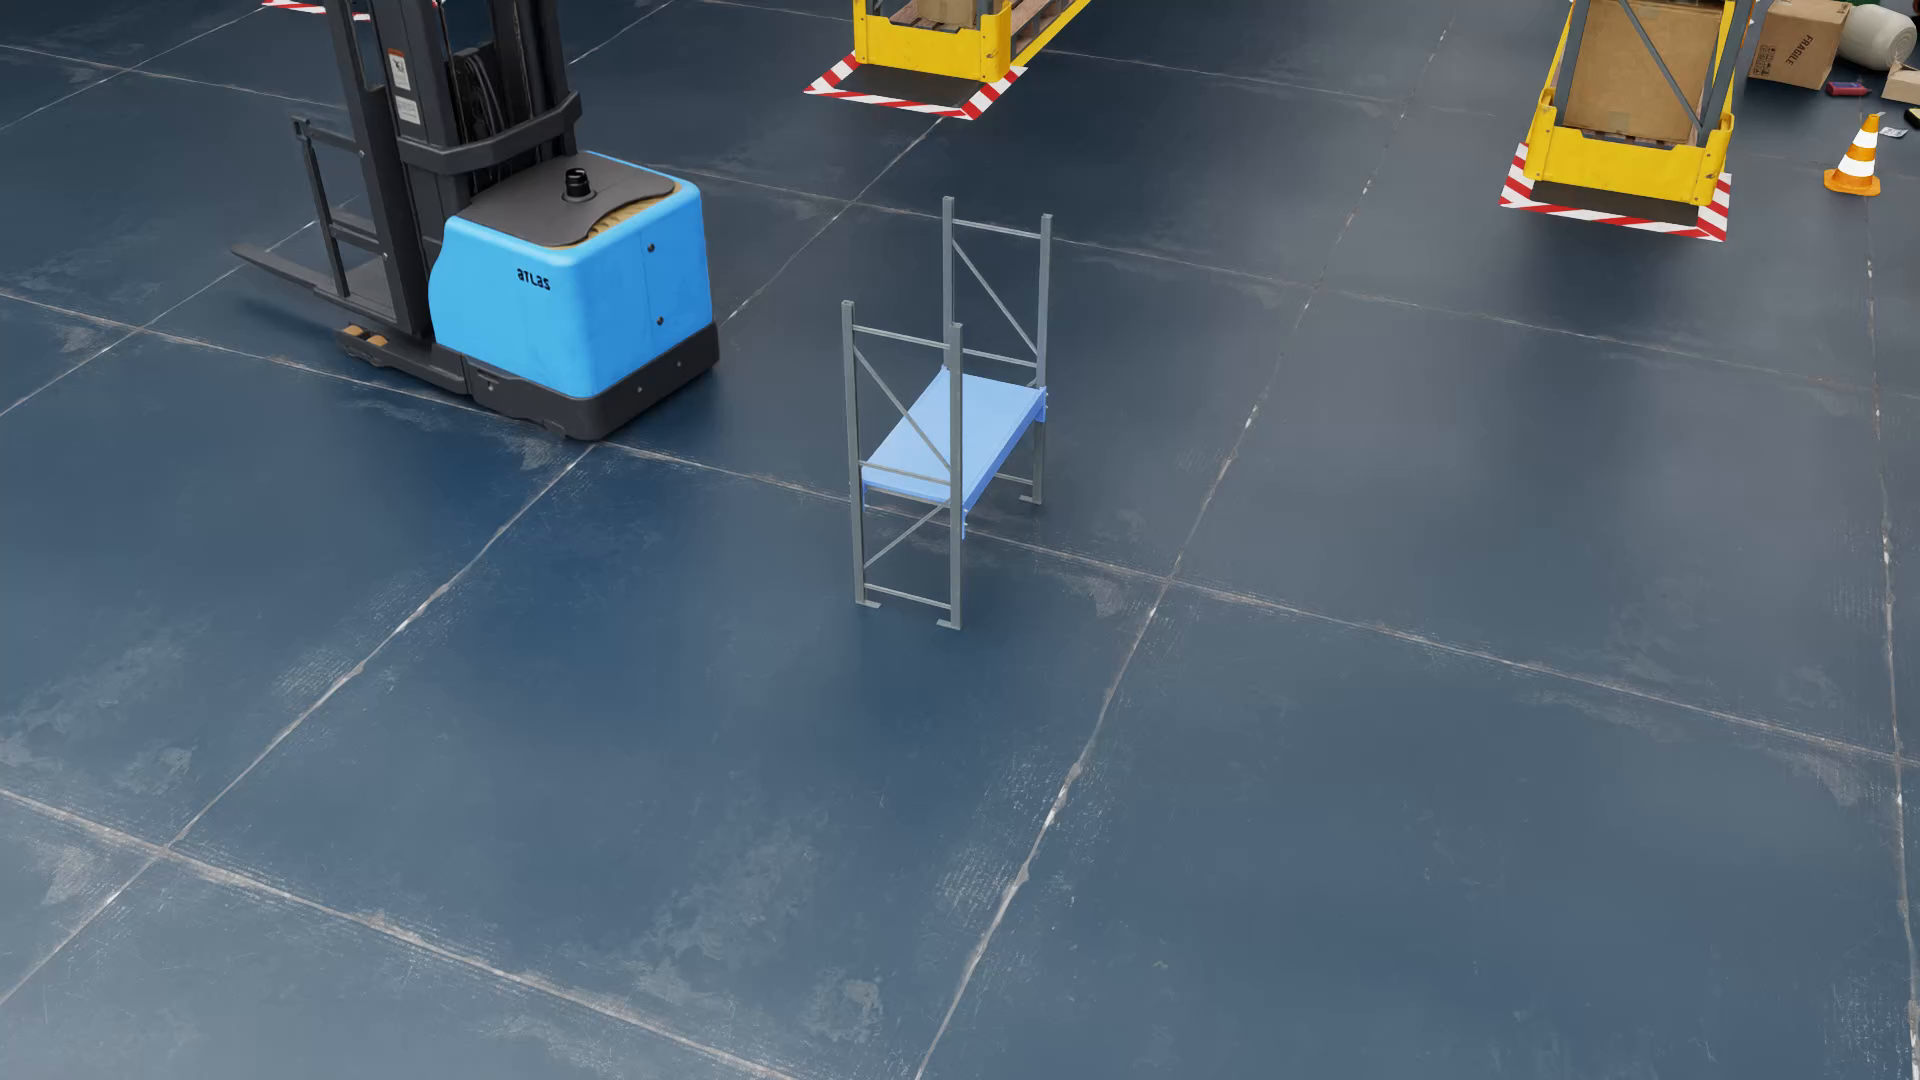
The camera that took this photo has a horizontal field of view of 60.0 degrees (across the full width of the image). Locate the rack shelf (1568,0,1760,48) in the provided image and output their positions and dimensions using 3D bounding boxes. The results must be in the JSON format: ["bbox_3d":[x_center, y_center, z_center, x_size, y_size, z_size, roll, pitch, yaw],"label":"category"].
[{"bbox_3d":[5.071,-4.379,11.704,1.077,0.370,4.000,14,39,18],"label":"rack shelf"}]

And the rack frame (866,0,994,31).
[{"bbox_3d":[-0.239,-4.746,11.594,1.000,3.000,0.127,14,39,18],"label":"rack frame"}]

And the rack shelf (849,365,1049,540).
[{"bbox_3d":[-0.032,-0.409,7.345,0.538,0.185,1.000,14,39,18],"label":"rack shelf"}]

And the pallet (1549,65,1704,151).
[{"bbox_3d":[4.542,-2.903,11.458,1.003,0.211,1.213,14,39,18],"label":"pallet"}]

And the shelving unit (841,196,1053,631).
[{"bbox_3d":[-0.032,-0.553,7.238,0.538,1.500,1.048,14,39,18],"label":"shelving unit"}]

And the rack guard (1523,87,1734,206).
[{"bbox_3d":[4.301,-2.545,10.738,1.175,0.500,0.348,14,39,18],"label":"rack guard"}]

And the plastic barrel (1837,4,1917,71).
[{"bbox_3d":[6.819,-3.765,12.434,0.421,0.421,0.512,-17,40,-22],"label":"plastic barrel"}]

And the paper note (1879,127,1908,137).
[{"bbox_3d":[6.461,-2.828,11.510,0.144,0.017,0.142,29,45,33],"label":"paper note"}]

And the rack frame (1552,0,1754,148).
[{"bbox_3d":[4.310,-3.560,10.007,1.000,3.000,0.127,14,39,18],"label":"rack frame"}]

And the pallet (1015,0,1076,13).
[{"bbox_3d":[0.598,-4.786,13.976,1.003,0.211,1.213,14,39,18],"label":"pallet"}]

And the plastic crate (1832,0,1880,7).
[{"bbox_3d":[6.977,-4.277,13.267,0.662,0.188,0.450,-25,33,-29],"label":"plastic crate"}]

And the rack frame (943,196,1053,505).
[{"bbox_3d":[0.161,-0.835,7.614,0.500,1.500,0.032,14,39,18],"label":"rack frame"}]

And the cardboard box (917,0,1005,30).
[{"bbox_3d":[0.014,-4.255,12.674,0.500,0.500,0.500,21,42,26],"label":"cardboard box"}]

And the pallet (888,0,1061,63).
[{"bbox_3d":[0.132,-4.113,13.076,1.003,0.211,1.213,14,39,18],"label":"pallet"}]

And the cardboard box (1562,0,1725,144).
[{"bbox_3d":[4.507,-3.268,11.040,0.875,0.875,0.875,14,39,18],"label":"cardboard box"}]

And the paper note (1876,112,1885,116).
[{"bbox_3d":[6.508,-3.013,11.772,0.123,0.001,0.032,-25,43,-29],"label":"paper note"}]

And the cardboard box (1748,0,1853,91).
[{"bbox_3d":[6.190,-3.681,12.255,0.500,0.500,0.500,21,42,25],"label":"cardboard box"}]

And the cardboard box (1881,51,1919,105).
[{"bbox_3d":[6.881,-3.308,11.954,0.396,0.266,0.258,21,42,25],"label":"cardboard box"}]

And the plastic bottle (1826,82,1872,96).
[{"bbox_3d":[6.463,-3.276,12.082,0.283,0.061,0.133,1,37,2],"label":"plastic bottle"}]

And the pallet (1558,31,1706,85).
[{"bbox_3d":[5.007,-3.577,12.359,1.003,0.211,1.213,14,39,18],"label":"pallet"}]

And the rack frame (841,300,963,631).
[{"bbox_3d":[-0.226,-0.272,6.861,0.500,1.500,0.032,14,39,18],"label":"rack frame"}]

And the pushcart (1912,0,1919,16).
[{"bbox_3d":[8.320,-4.144,12.979,1.648,0.377,0.936,1,37,2],"label":"pushcart"}]

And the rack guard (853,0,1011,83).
[{"bbox_3d":[-0.210,-3.787,12.398,1.175,0.500,0.348,14,39,18],"label":"rack guard"}]

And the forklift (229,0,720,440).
[{"bbox_3d":[-2.800,-2.352,8.449,3.031,2.935,1.130,22,42,26],"label":"forklift"}]

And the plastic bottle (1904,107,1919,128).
[{"bbox_3d":[6.729,-2.974,11.678,0.133,0.061,0.283,1,37,2],"label":"plastic bottle"}]

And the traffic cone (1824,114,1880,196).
[{"bbox_3d":[5.825,-2.514,10.727,0.336,0.463,0.334,14,39,18],"label":"traffic cone"}]
